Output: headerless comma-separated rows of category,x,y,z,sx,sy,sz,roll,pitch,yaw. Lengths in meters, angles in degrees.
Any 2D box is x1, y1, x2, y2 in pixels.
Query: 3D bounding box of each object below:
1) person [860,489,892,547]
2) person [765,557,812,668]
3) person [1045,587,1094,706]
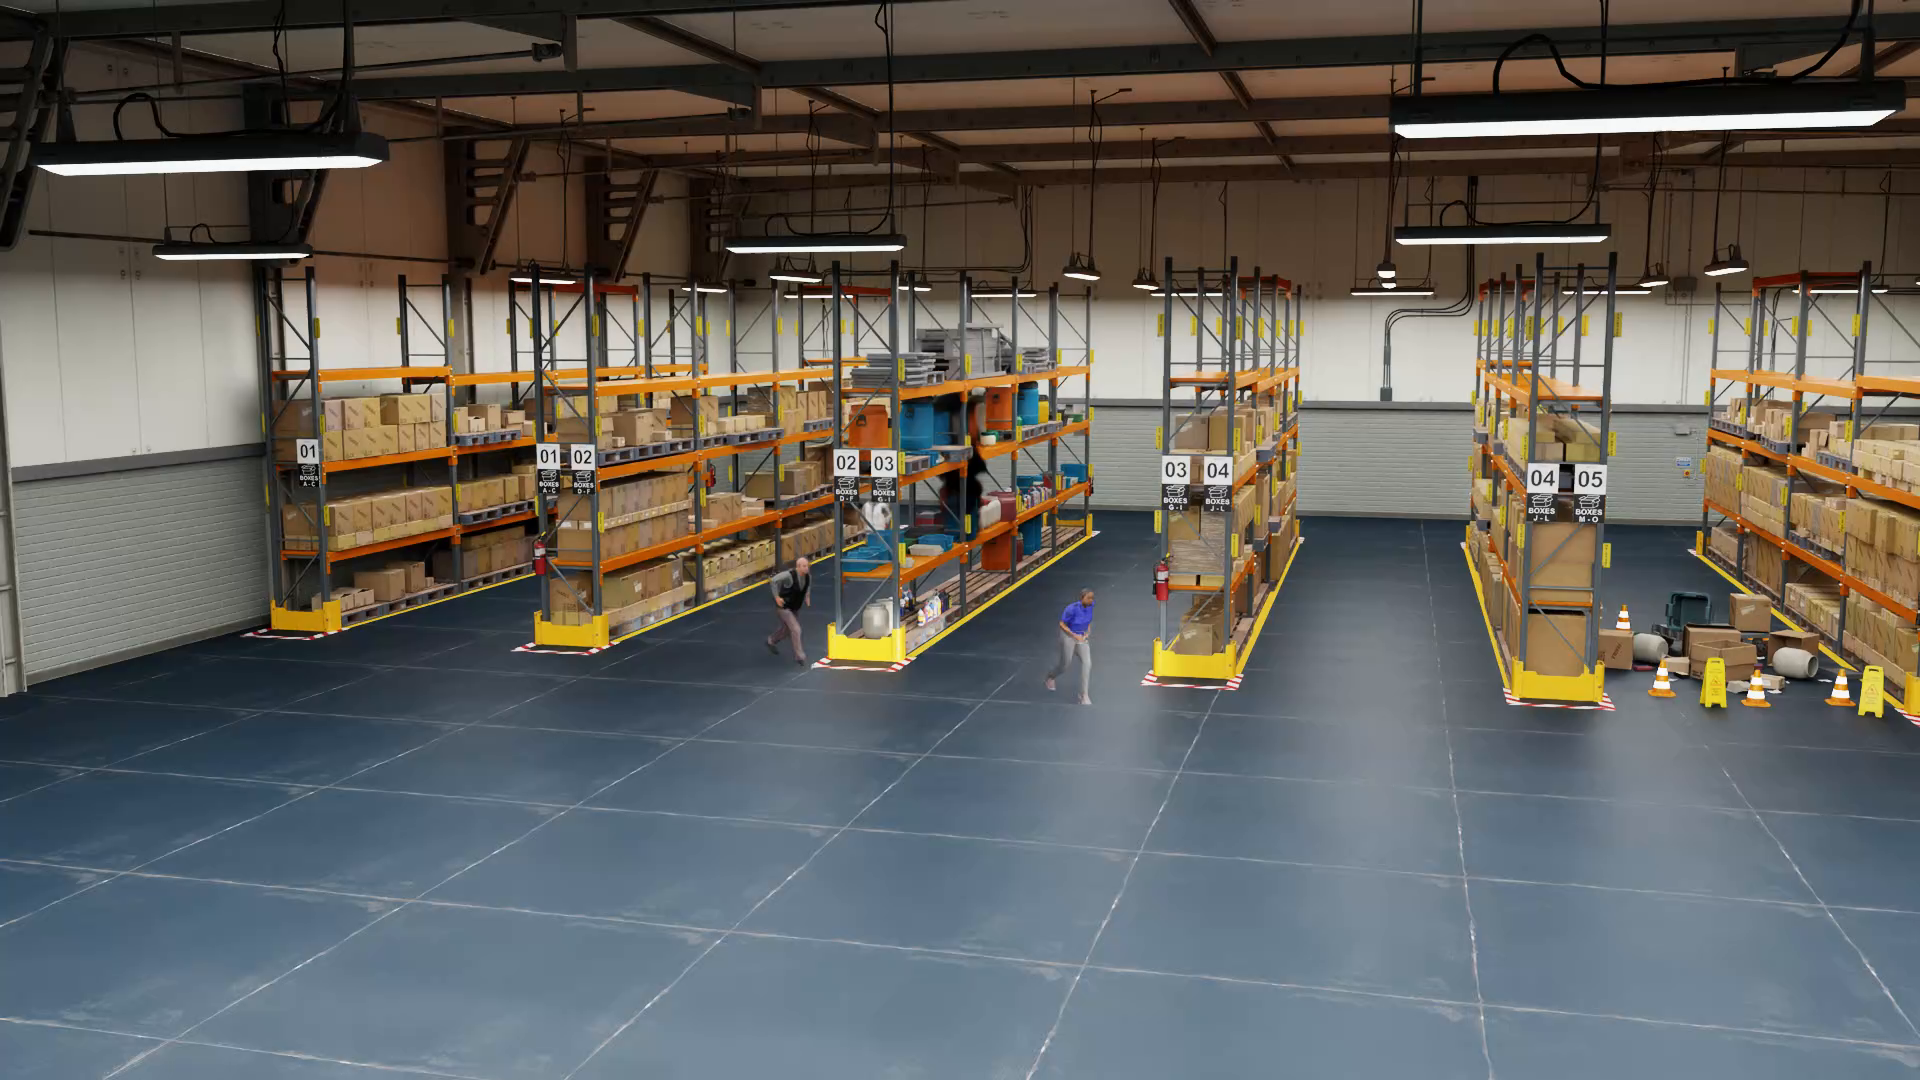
person,-1.776,-0.212,34.385,0.653,1.731,0.569,2,7,13
person,-2.605,1.062,24.876,1.007,1.682,0.697,7,10,44
person,1.494,1.394,22.539,0.611,1.616,0.976,-6,9,-37
